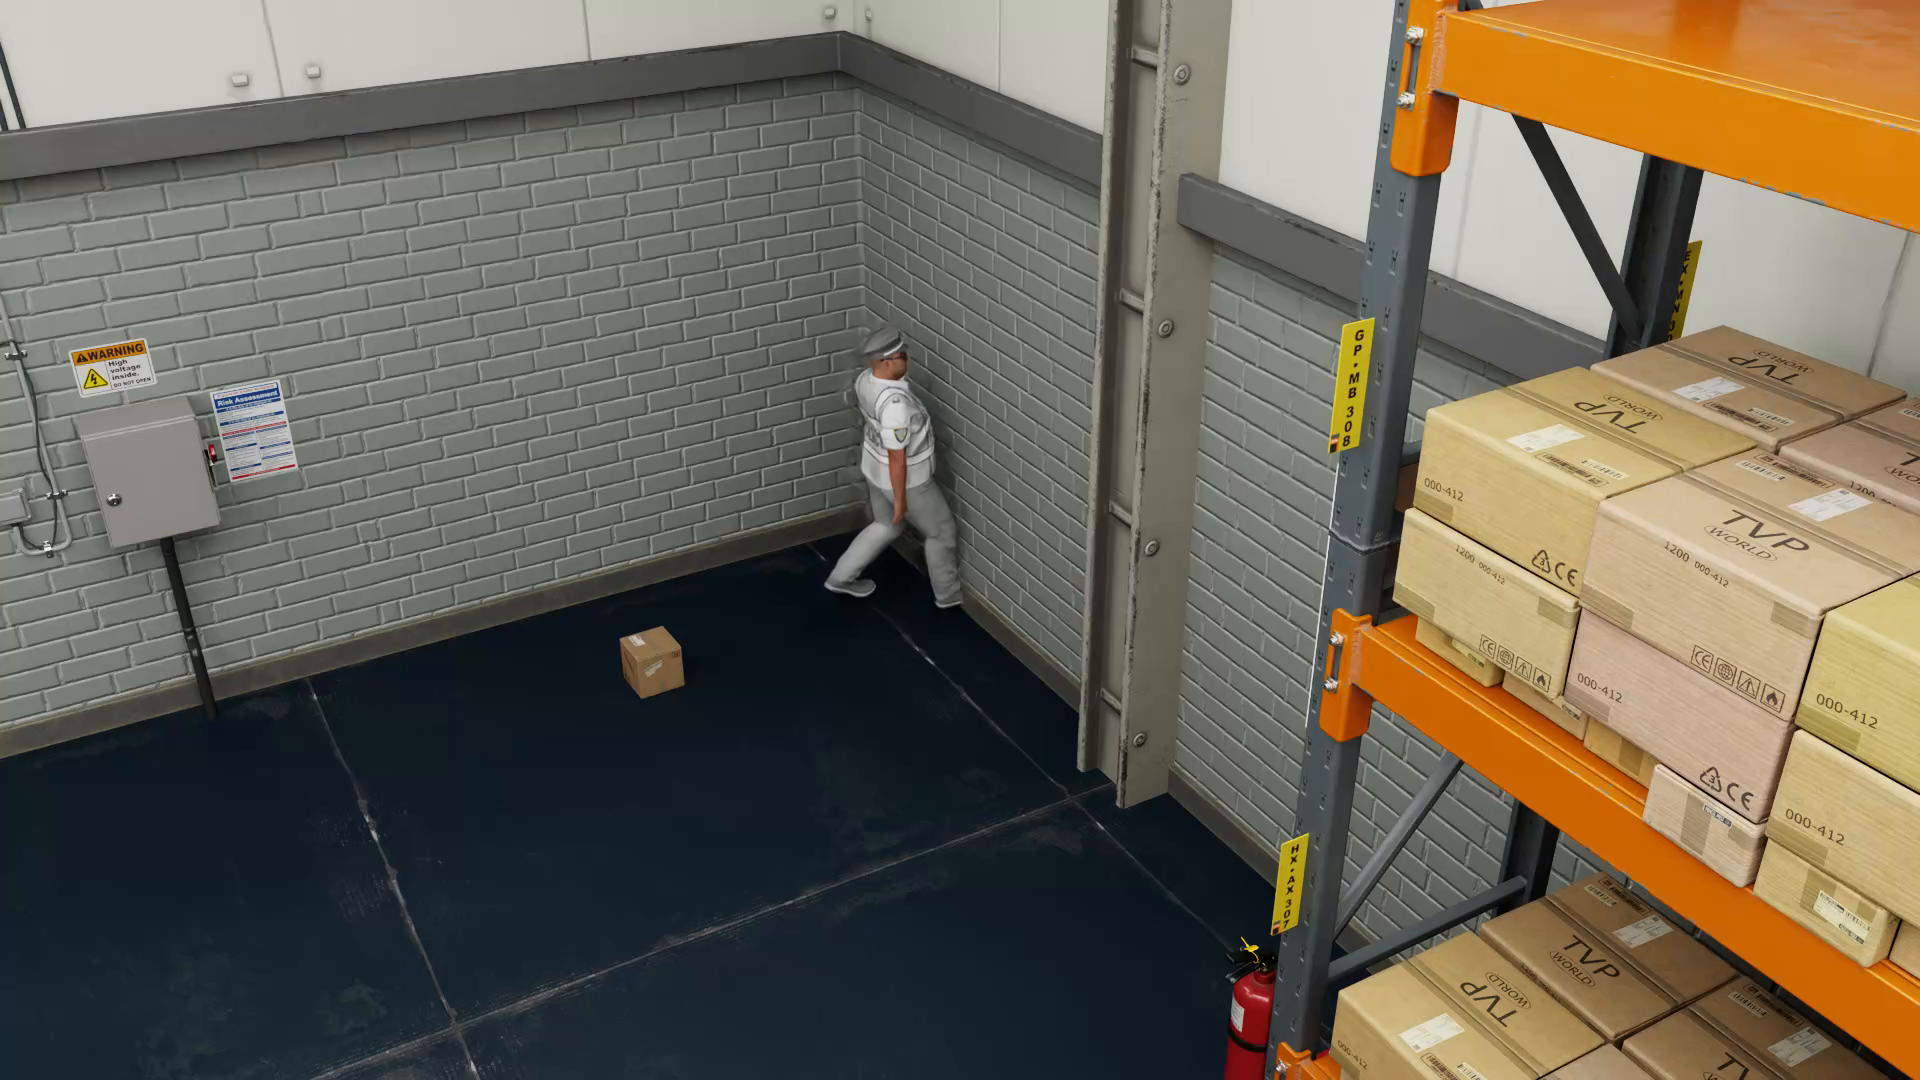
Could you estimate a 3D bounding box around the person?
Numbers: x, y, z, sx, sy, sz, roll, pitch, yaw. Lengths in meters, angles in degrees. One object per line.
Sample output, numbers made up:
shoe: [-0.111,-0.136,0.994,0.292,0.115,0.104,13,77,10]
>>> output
person: [-0.305,-0.394,9.232,0.908,1.730,0.533,-15,32,-24]
